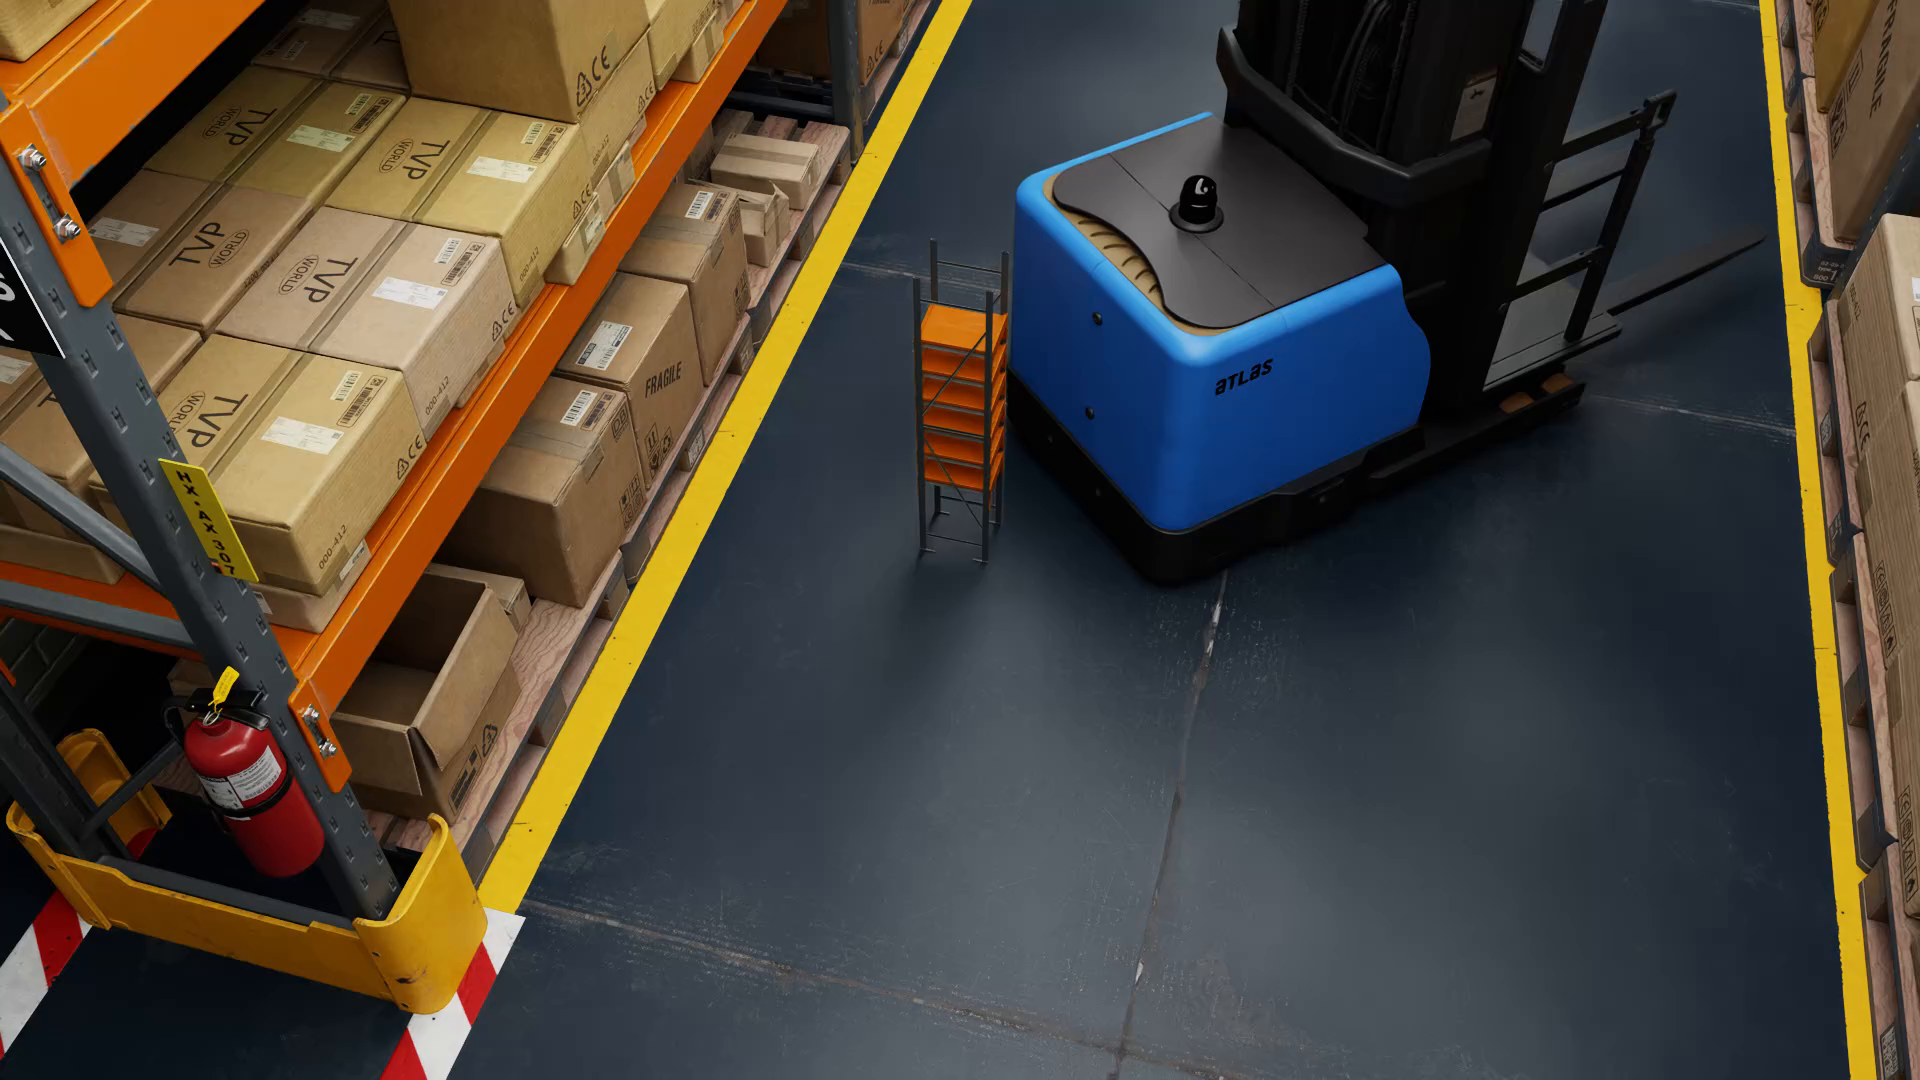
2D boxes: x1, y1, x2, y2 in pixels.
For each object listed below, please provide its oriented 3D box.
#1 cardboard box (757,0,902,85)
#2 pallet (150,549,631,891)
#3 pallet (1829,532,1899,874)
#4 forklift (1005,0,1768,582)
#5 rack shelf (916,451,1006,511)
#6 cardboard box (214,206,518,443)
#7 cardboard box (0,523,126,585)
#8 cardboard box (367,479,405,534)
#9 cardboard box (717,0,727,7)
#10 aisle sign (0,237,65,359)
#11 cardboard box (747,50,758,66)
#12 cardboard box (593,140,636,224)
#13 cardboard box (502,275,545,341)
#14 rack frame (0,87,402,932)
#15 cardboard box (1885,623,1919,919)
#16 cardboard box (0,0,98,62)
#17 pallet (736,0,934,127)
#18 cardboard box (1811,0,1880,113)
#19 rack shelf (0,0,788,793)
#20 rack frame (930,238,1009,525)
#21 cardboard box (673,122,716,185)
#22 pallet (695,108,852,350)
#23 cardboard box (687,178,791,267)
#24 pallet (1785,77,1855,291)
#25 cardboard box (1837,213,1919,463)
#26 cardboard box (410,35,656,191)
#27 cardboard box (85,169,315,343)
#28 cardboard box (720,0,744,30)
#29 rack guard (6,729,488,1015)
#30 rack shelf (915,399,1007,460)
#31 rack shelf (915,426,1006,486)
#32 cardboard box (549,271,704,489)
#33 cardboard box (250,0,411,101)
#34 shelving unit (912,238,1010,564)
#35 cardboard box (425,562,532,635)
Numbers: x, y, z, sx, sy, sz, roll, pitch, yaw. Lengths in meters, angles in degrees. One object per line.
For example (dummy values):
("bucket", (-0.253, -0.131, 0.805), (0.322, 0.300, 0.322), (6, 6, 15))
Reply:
("cardboard box", (-0.572, -2.365, 7.224), (0.500, 0.500, 0.500), (14, 50, 12))
("pallet", (-1.741, 0.437, 5.224), (1.003, 0.211, 1.213), (12, 50, 10))
("pallet", (3.278, 0.572, 5.105), (1.003, 0.211, 1.213), (12, 50, 10))
("forklift", (1.696, -1.666, 5.266), (3.031, 2.935, 1.130), (-24, 53, -20))
("rack shelf", (0.004, -0.219, 5.523), (0.258, 0.103, 0.180), (12, 50, 10))
("cardboard box", (-1.458, -0.543, 4.130), (0.500, 0.250, 0.500), (12, 50, 10))
("cardboard box", (-2.141, -0.064, 3.973), (0.380, 0.149, 0.250), (11, 50, 10))
("cardboard box", (-1.596, -0.148, 4.047), (0.380, 0.149, 0.250), (13, 50, 11))
("cardboard box", (-0.933, -2.015, 5.429), (0.500, 0.250, 0.500), (12, 50, 10))
("aisle sign", (-1.704, -0.607, 2.551), (0.394, 0.787, 0.004), (12, 50, 10))
("cardboard box", (-1.073, -2.473, 7.319), (0.500, 0.500, 0.500), (11, 50, 10))
("cardboard box", (-1.182, -1.071, 4.862), (0.380, 0.149, 0.250), (13, 50, 11))
("cardboard box", (-1.370, -0.709, 4.542), (0.380, 0.149, 0.250), (12, 50, 11))
("rack frame", (-1.969, 0.146, 3.621), (1.000, 3.000, 0.127), (12, 50, 10))
("cardboard box", (3.130, 0.671, 4.586), (0.875, 0.438, 0.875), (13, 50, 11))
("cardboard box", (-1.661, -0.948, 2.753), (0.380, 0.149, 0.250), (13, 50, 11))
("pallet", (-0.739, -2.421, 7.746), (1.003, 0.211, 1.213), (12, 50, 10))
("cardboard box", (4.189, -2.326, 6.939), (0.875, 0.875, 0.875), (13, 50, 11))
("rack shelf", (-1.443, -1.063, 5.167), (1.077, 0.370, 4.000), (12, 50, 10))
("rack frame", (0.028, -0.474, 5.368), (0.240, 1.200, 0.006), (12, 50, 10))
("cardboard box", (-1.319, -1.566, 6.644), (0.500, 0.311, 0.500), (13, 50, 11))
("pallet", (-1.098, -1.328, 6.782), (1.003, 0.211, 1.213), (12, 50, 10))
("cardboard box", (-0.874, -1.263, 6.407), (0.396, 0.266, 0.258), (13, 50, 11))
("pallet", (4.003, -1.421, 6.863), (1.003, 0.211, 1.213), (12, 50, 10))
("cardboard box", (3.604, -0.629, 5.733), (0.875, 0.438, 0.875), (11, 49, 9))
("cardboard box", (-1.213, -1.284, 4.784), (0.500, 0.250, 0.500), (10, 49, 9))
("cardboard box", (-1.968, -0.661, 4.234), (0.500, 0.250, 0.500), (12, 50, 10))
("cardboard box", (-0.945, -1.814, 5.518), (0.380, 0.149, 0.250), (13, 50, 11))
("rack guard", (-1.949, 0.918, 4.606), (1.175, 0.500, 0.348), (12, 50, 10))
("rack shelf", (0.004, -0.378, 5.343), (0.258, 0.103, 0.180), (12, 50, 10))
("rack shelf", (0.004, -0.299, 5.433), (0.258, 0.103, 0.180), (12, 50, 10))
("cardboard box", (-1.219, -0.563, 5.633), (0.500, 0.500, 0.500), (12, 50, 11))
("cardboard box", (-1.695, -1.396, 4.883), (0.500, 0.250, 0.500), (11, 50, 10))
("shelving unit", (0.004, -0.407, 5.309), (0.258, 1.200, 0.189), (12, 50, 10))
("cardboard box", (-1.568, 0.227, 5.171), (0.380, 0.149, 0.250), (10, 49, 9))
